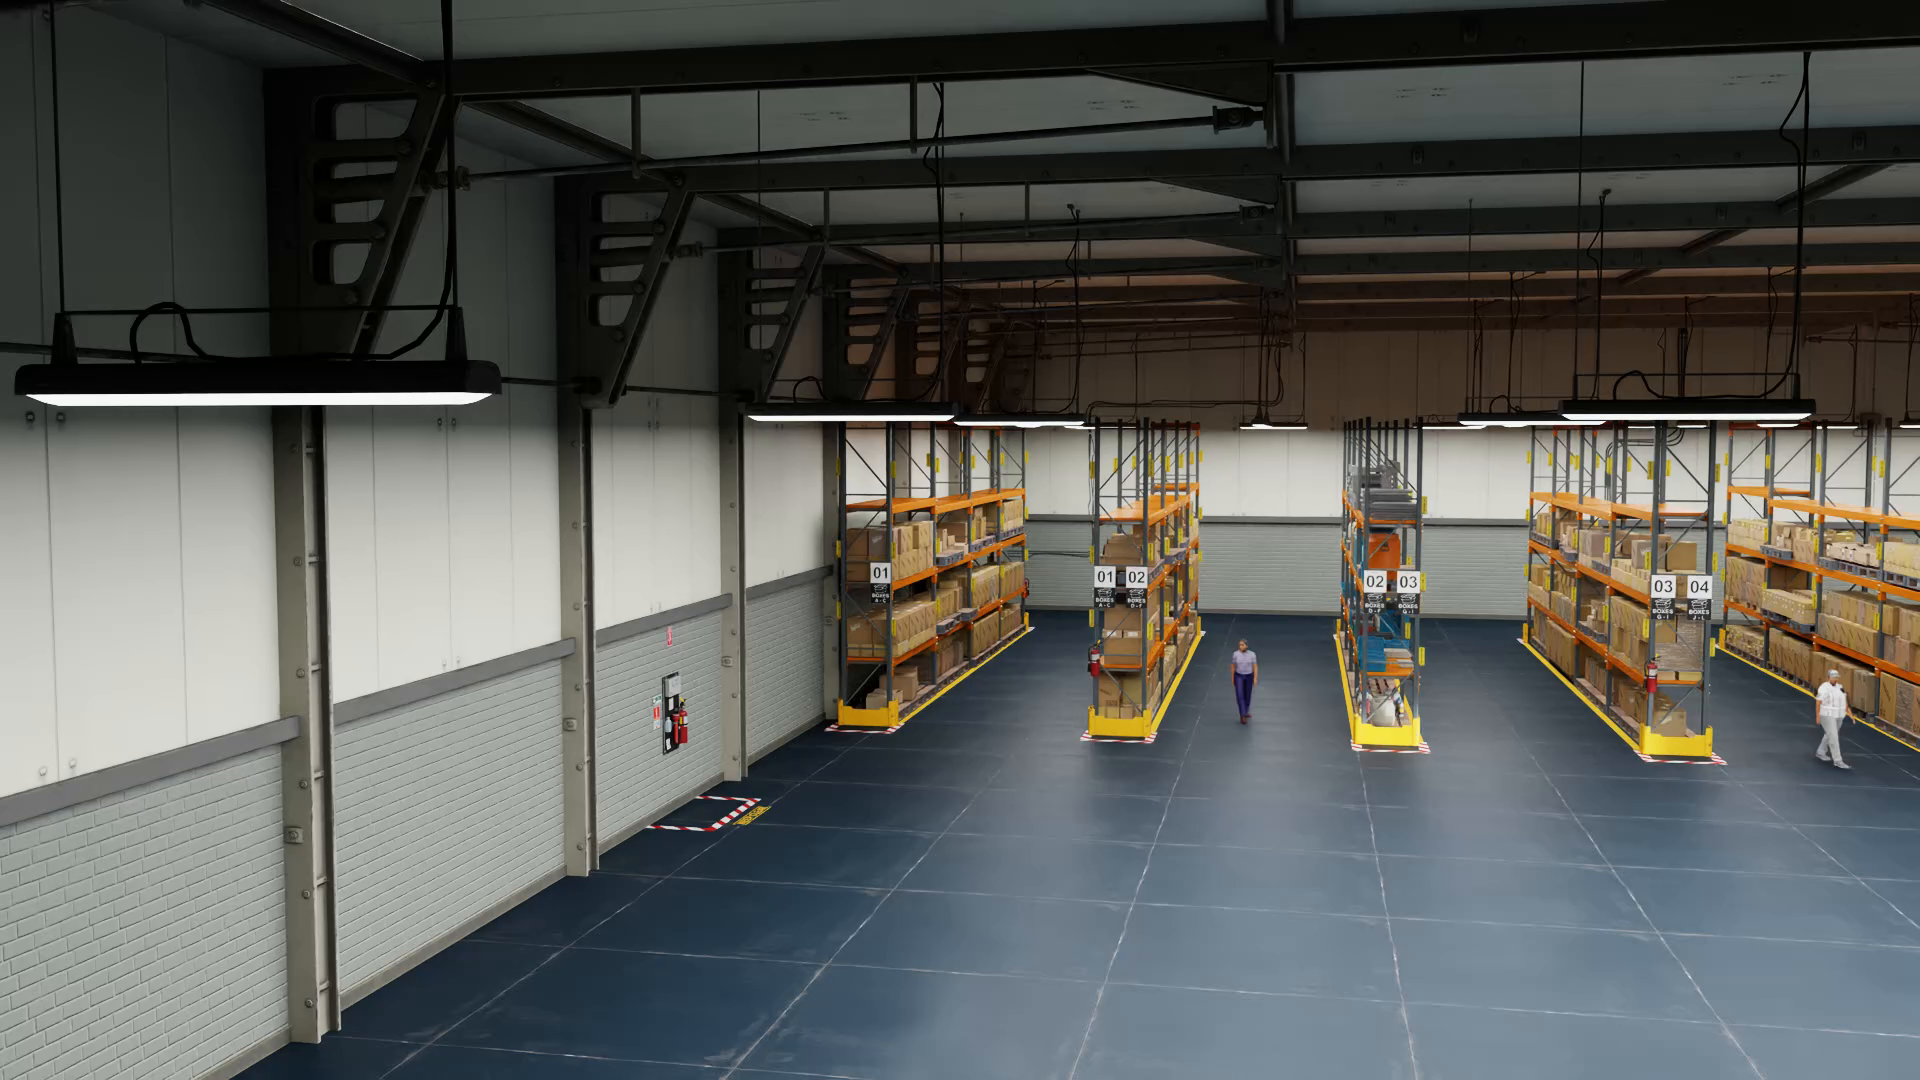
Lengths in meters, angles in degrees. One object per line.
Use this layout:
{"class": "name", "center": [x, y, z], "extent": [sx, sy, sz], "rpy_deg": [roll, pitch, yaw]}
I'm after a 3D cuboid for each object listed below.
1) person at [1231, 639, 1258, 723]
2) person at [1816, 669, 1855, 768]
{"class": "person", "center": [5.640, 2.762, 32.915], "extent": [0.508, 1.612, 0.878], "rpy_deg": [0, 4, 2]}
{"class": "person", "center": [15.034, 3.039, 28.575], "extent": [0.507, 1.628, 0.886], "rpy_deg": [-1, 4, -14]}
